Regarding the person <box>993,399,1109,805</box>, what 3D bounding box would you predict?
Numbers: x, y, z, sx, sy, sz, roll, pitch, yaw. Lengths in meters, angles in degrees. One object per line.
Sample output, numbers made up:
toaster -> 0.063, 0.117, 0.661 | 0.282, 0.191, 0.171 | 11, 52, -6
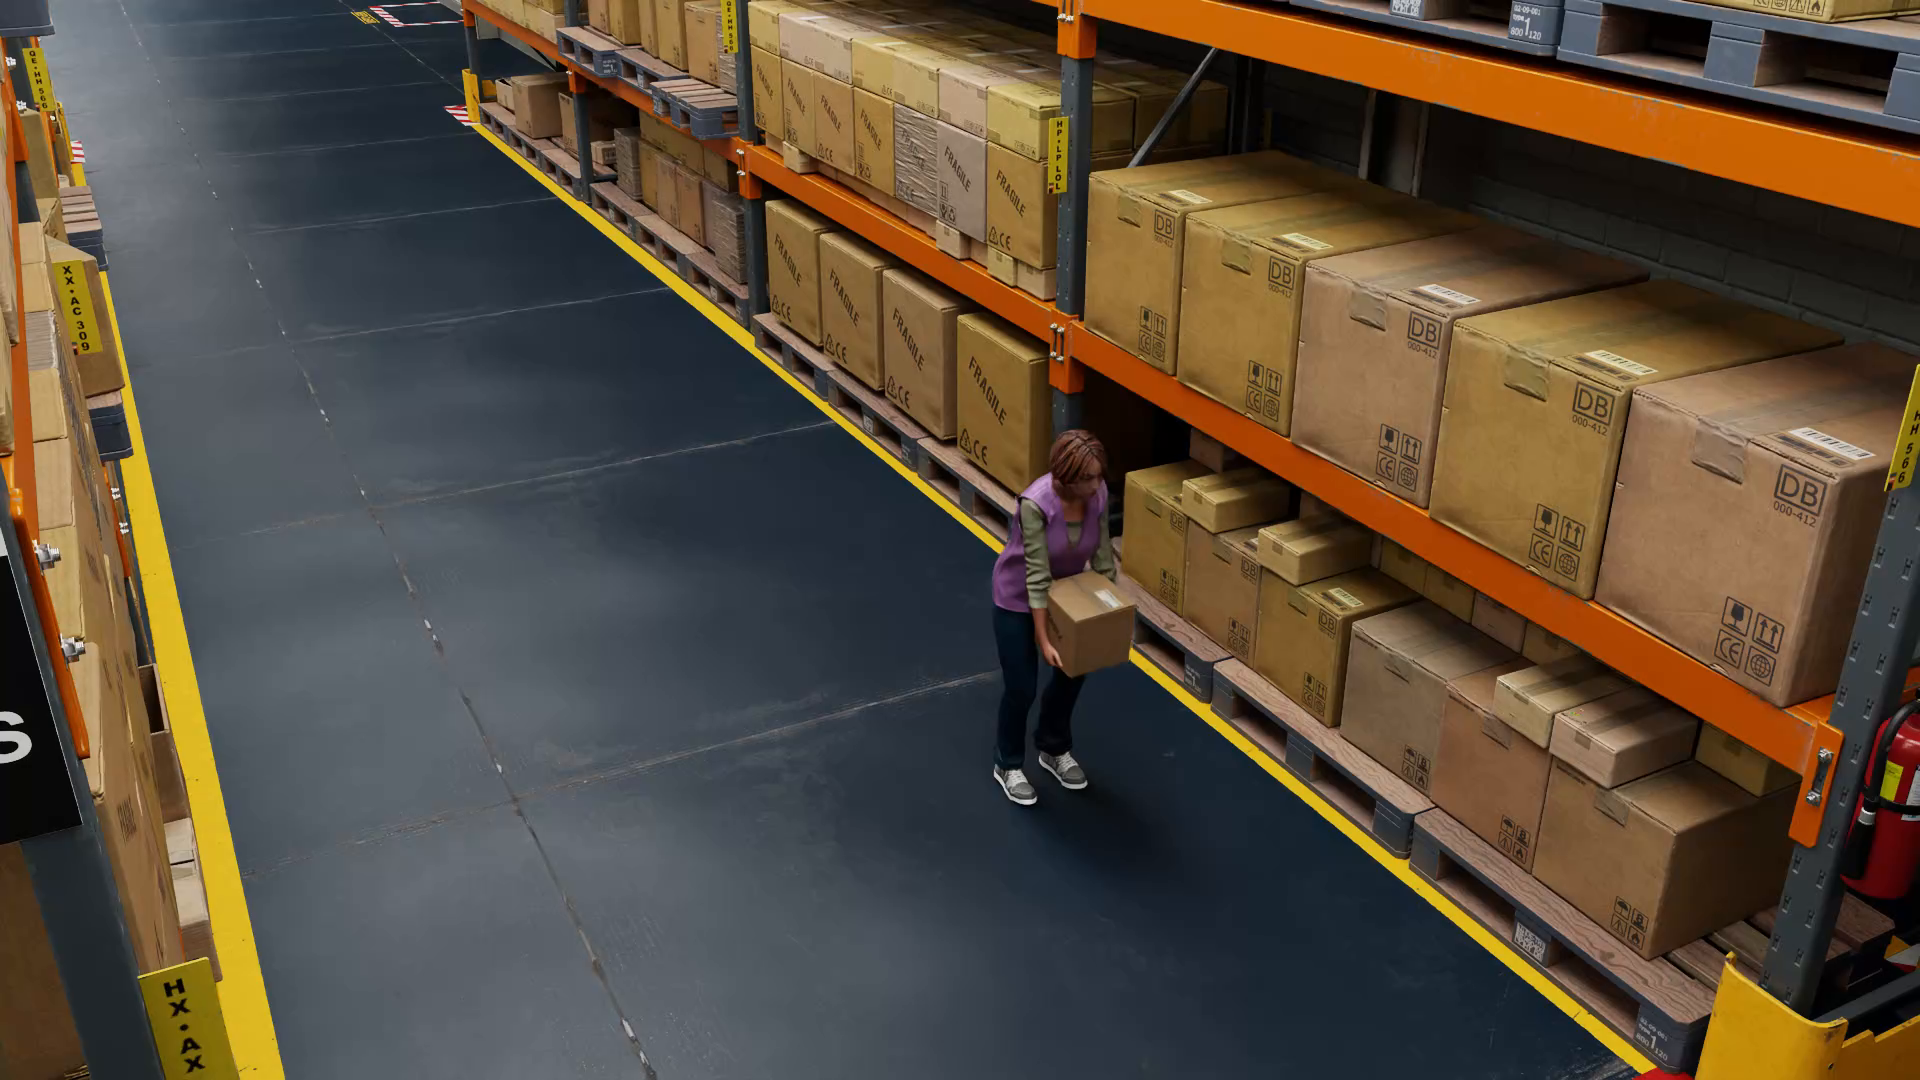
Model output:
person -> 0.343, 0.251, 6.111 | 0.375, 1.598, 0.502 | -14, 29, -26
